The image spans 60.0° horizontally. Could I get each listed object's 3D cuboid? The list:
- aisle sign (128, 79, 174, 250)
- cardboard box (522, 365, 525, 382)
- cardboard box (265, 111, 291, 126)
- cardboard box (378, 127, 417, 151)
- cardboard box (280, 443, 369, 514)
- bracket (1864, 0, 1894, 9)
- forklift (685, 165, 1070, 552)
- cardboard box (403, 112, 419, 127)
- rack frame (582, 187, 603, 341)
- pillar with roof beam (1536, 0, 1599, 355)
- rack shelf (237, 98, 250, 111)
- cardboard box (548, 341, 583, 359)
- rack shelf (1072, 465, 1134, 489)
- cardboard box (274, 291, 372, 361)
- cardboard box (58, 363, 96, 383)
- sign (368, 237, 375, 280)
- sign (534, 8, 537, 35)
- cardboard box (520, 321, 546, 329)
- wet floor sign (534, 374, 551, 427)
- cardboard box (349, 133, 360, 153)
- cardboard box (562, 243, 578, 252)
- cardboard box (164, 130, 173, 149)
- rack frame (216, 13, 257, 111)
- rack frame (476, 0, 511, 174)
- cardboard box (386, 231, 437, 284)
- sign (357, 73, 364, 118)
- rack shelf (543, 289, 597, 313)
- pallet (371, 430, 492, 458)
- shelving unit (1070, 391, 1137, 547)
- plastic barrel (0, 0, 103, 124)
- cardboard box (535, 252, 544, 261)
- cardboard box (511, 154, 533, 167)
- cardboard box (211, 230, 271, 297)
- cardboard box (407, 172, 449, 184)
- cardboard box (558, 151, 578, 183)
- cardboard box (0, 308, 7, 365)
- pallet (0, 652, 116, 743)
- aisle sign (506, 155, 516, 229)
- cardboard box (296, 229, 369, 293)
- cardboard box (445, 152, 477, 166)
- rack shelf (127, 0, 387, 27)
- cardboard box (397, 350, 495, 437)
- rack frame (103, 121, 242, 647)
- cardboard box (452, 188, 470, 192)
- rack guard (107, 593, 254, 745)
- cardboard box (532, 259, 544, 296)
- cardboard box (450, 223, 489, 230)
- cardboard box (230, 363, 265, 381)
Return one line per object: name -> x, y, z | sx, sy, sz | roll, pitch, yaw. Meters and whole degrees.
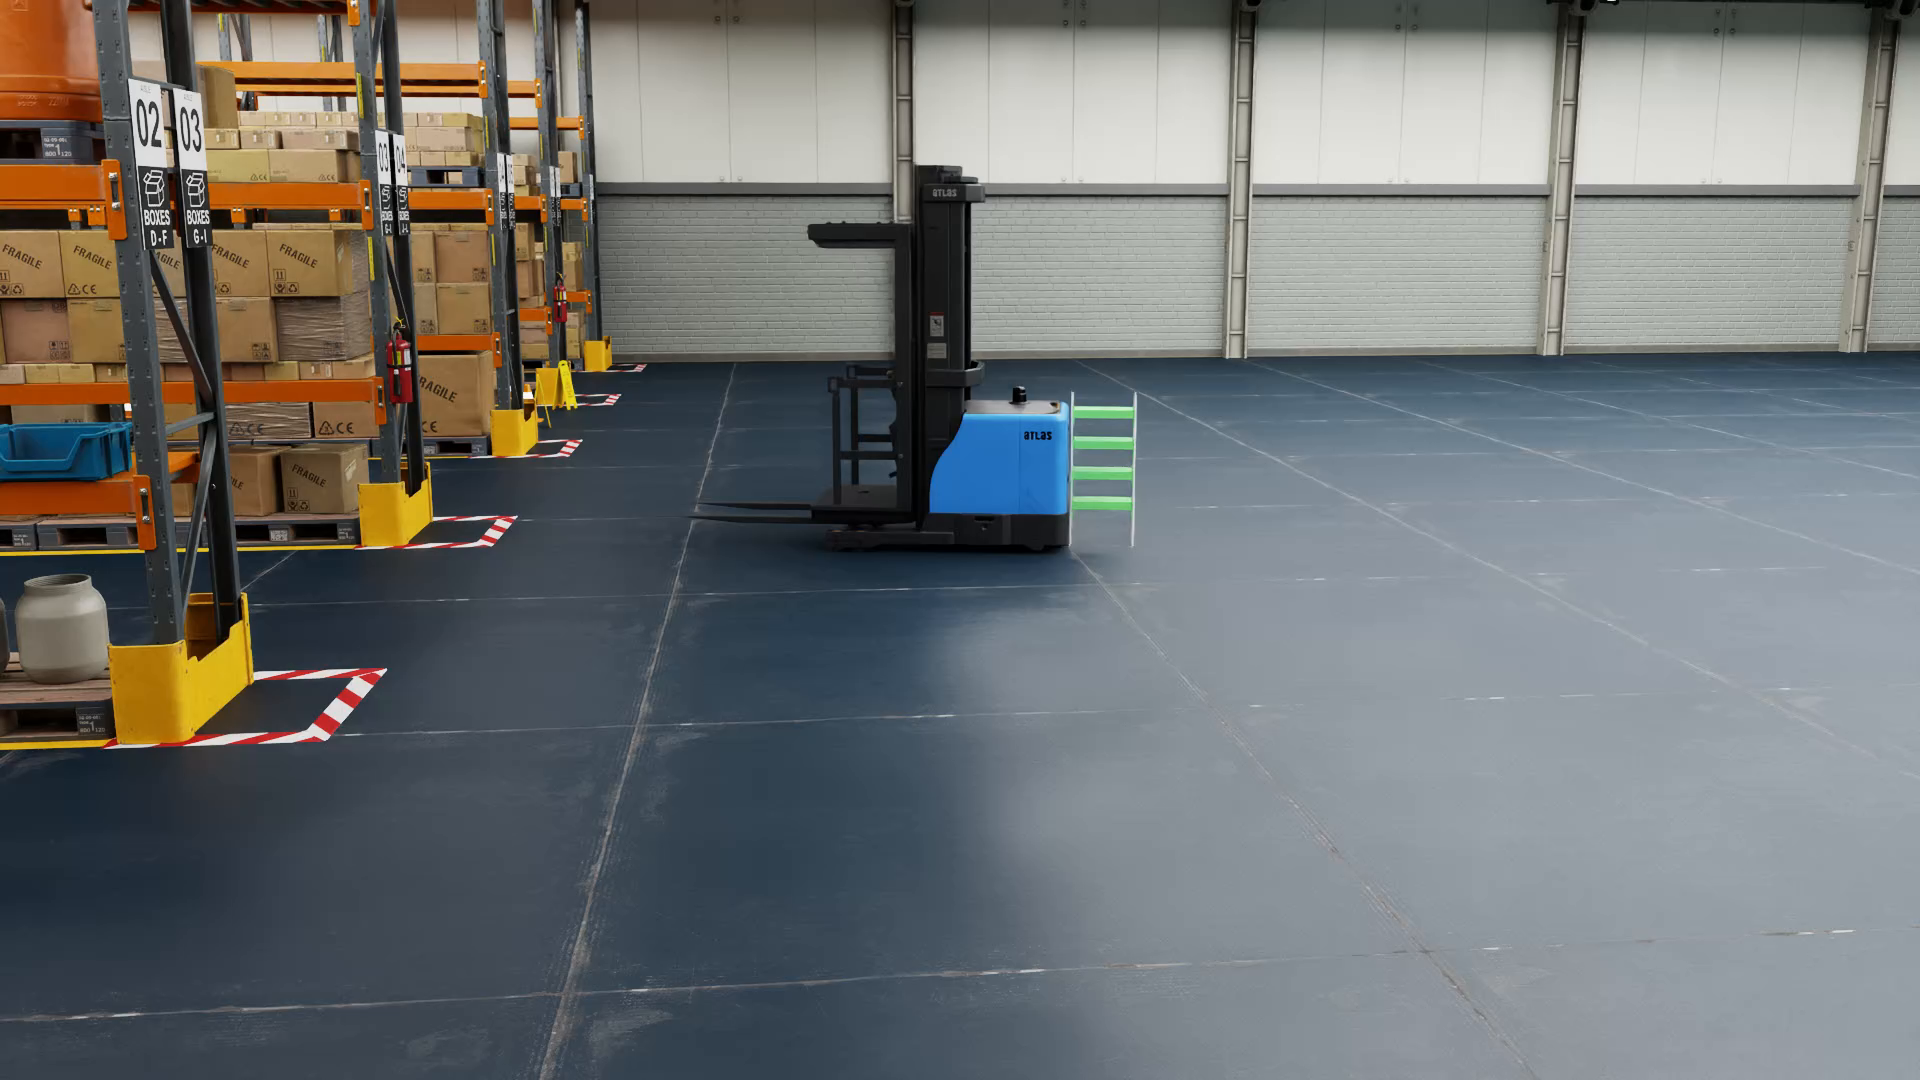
aisle sign -> -3.901, -1.804, 8.030 | 0.004, 0.787, 0.394 | -1, 11, -6
cardboard box -> -6.442, -2.328, 23.471 | 0.500, 0.250, 0.500 | -1, 11, -7
cardboard box -> -7.041, -4.373, 17.296 | 0.250, 0.149, 0.380 | -1, 11, -6
cardboard box -> -5.929, -4.213, 17.514 | 0.500, 0.250, 0.500 | -1, 11, -6
cardboard box -> -5.163, -0.504, 13.546 | 0.500, 0.500, 0.500 | 1, 11, 4
bracket -> 16.546, -9.678, 29.936 | 0.430, 0.232, 0.235 | -1, 11, -6
forklift -> -0.645, -1.448, 13.134 | 3.031, 2.935, 1.130 | 1, 11, 4
cardboard box -> -5.777, -4.400, 17.433 | 0.250, 0.149, 0.380 | -1, 11, -5
rack frame -> -6.150, -4.386, 27.903 | 0.127, 3.000, 1.000 | -1, 11, -6
pillar with roof beam -> 11.420, -7.038, 25.838 | 0.548, 9.000, 9.100 | -1, 11, -6
rack shelf -> -11.575, -5.704, 21.955 | 4.000, 0.370, 1.077 | -1, 11, -6
cardboard box -> -6.583, -3.173, 27.770 | 0.500, 0.250, 0.500 | -1, 11, -6
rack shelf -> 1.123, -0.494, 13.103 | 0.480, 0.148, 0.258 | 1, 11, 4
cardboard box -> -5.090, -1.723, 13.325 | 0.500, 0.500, 0.875 | -1, 11, -6
cardboard box -> -6.781, -1.308, 12.897 | 0.250, 0.149, 0.380 | -1, 11, -6
sign -> -4.500, -2.150, 12.709 | 0.005, 0.325, 0.100 | -1, 11, -6
sign -> -5.570, -6.807, 21.834 | 0.005, 0.325, 0.100 | -1, 11, -6
cardboard box -> -7.081, -3.653, 27.619 | 0.500, 0.250, 0.500 | -1, 11, -5
wet floor sign -> -5.160, -1.712, 20.406 | 0.232, 0.644, 0.267 | -3, 12, -16
cardboard box -> -4.839, -3.166, 13.278 | 0.250, 0.149, 0.380 | -1, 11, -6
cardboard box -> -6.483, -4.852, 27.559 | 0.250, 0.149, 0.380 | -1, 11, -6
cardboard box -> -6.077, -3.037, 12.617 | 0.250, 0.149, 0.380 | -2, 11, -9
rack frame -> -9.587, -6.295, 22.059 | 0.127, 3.000, 1.000 | -1, 11, -6
rack frame -> -4.975, -5.431, 17.665 | 0.127, 3.000, 1.000 | -1, 11, -6
cardboard box -> -5.885, -3.061, 17.975 | 0.550, 0.550, 0.875 | -1, 11, -6
sign -> -4.500, -3.333, 12.477 | 0.005, 0.325, 0.100 | -1, 11, -6
rack shelf -> -8.138, -3.992, 27.761 | 4.000, 0.370, 1.077 | -1, 11, -6
pallet -> -5.762, -1.087, 18.352 | 1.213, 0.211, 1.003 | -1, 11, -6
shelving unit -> 1.123, -0.557, 13.091 | 0.503, 1.200, 0.258 | 1, 11, 4
plastic barrel -> -4.474, -2.438, 8.017 | 0.708, 0.830, 0.600 | -1, 11, -6
cardboard box -> -6.980, -4.688, 27.497 | 0.250, 0.149, 0.380 | -1, 11, -5
cardboard box -> -5.915, -5.111, 22.396 | 0.250, 0.149, 0.380 | -1, 11, -6
cardboard box -> -5.557, -2.149, 12.902 | 0.500, 0.500, 0.500 | -1, 11, -6
cardboard box -> -7.105, -4.894, 22.329 | 0.500, 0.250, 0.500 | -1, 11, -4
cardboard box -> -6.564, -6.106, 27.270 | 0.500, 0.500, 0.500 | -1, 11, -4
cardboard box -> -7.562, -1.647, 12.939 | 0.500, 0.500, 0.875 | -1, 11, -6
pallet -> -4.884, 0.811, 8.698 | 1.213, 0.211, 1.003 | -1, 11, -6
aisle sign -> -4.937, -3.822, 18.293 | 0.004, 0.787, 0.394 | -1, 11, -6
cardboard box -> -5.116, -2.260, 13.468 | 0.500, 0.500, 0.500 | -1, 11, -6
cardboard box -> -5.269, -4.019, 17.563 | 0.250, 0.149, 0.380 | -1, 11, -6
rack shelf -> -6.528, -4.081, 12.674 | 4.000, 0.370, 1.077 | -1, 11, -6
cardboard box -> -5.642, -1.624, 18.272 | 0.875, 0.875, 0.875 | -1, 11, -6
rack frame -> -4.005, -0.584, 8.563 | 0.127, 3.000, 1.000 | -1, 11, -6
cardboard box -> -6.705, -4.719, 22.471 | 0.250, 0.149, 0.380 | -1, 11, -6
rack guard -> -4.076, 0.653, 8.751 | 0.348, 0.500, 1.175 | -1, 11, -6
cardboard box -> -6.111, -3.673, 23.244 | 0.500, 0.500, 0.500 | -1, 11, -7
cardboard box -> -6.598, -4.058, 22.614 | 0.500, 0.500, 0.700 | -1, 11, -6
cardboard box -> -5.543, -1.343, 13.073 | 0.250, 0.149, 0.380 | -1, 11, -6
